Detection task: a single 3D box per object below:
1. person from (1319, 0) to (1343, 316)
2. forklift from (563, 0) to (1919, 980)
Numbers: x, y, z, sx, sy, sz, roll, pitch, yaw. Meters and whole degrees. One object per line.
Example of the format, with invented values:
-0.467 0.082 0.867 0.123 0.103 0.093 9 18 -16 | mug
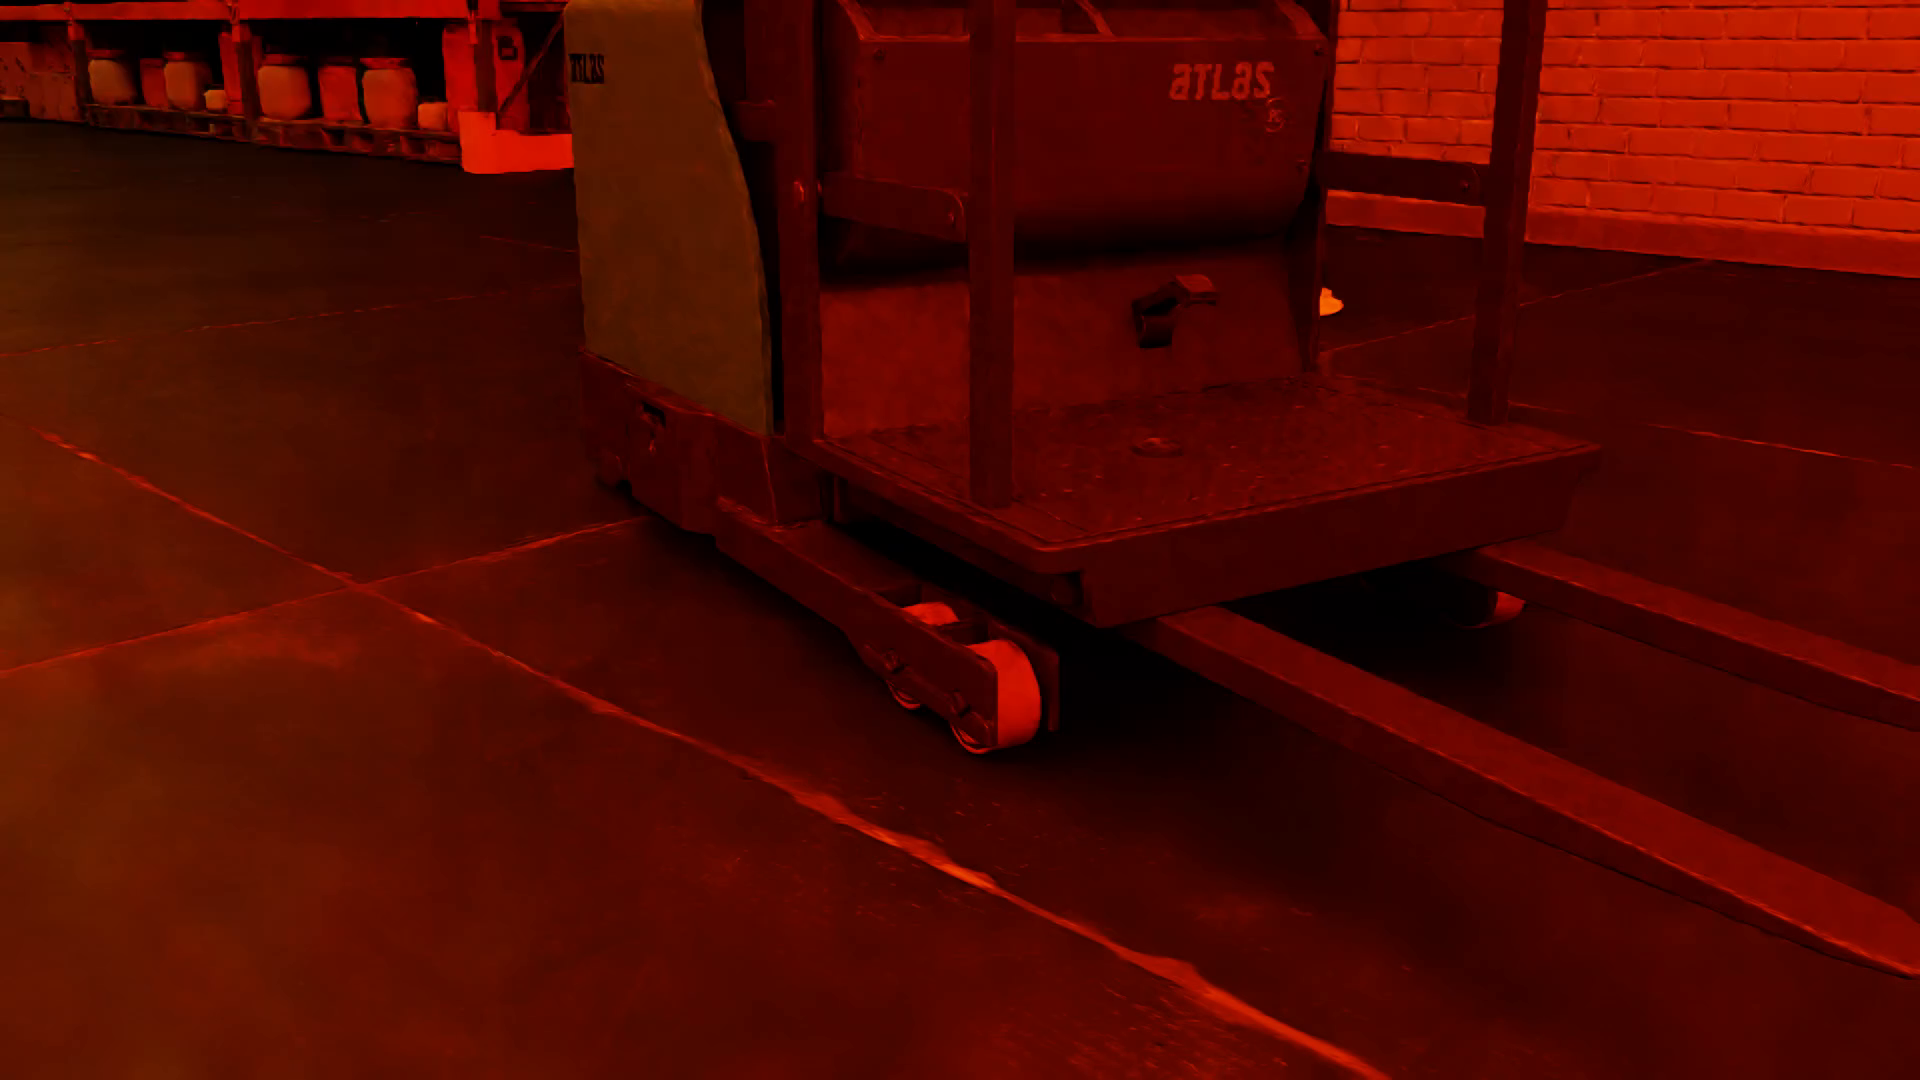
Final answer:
1.232 -1.666 5.963 0.388 1.673 0.491 4 18 12 | person
0.329 -1.247 2.464 1.130 2.935 3.031 -10 20 -29 | forklift
